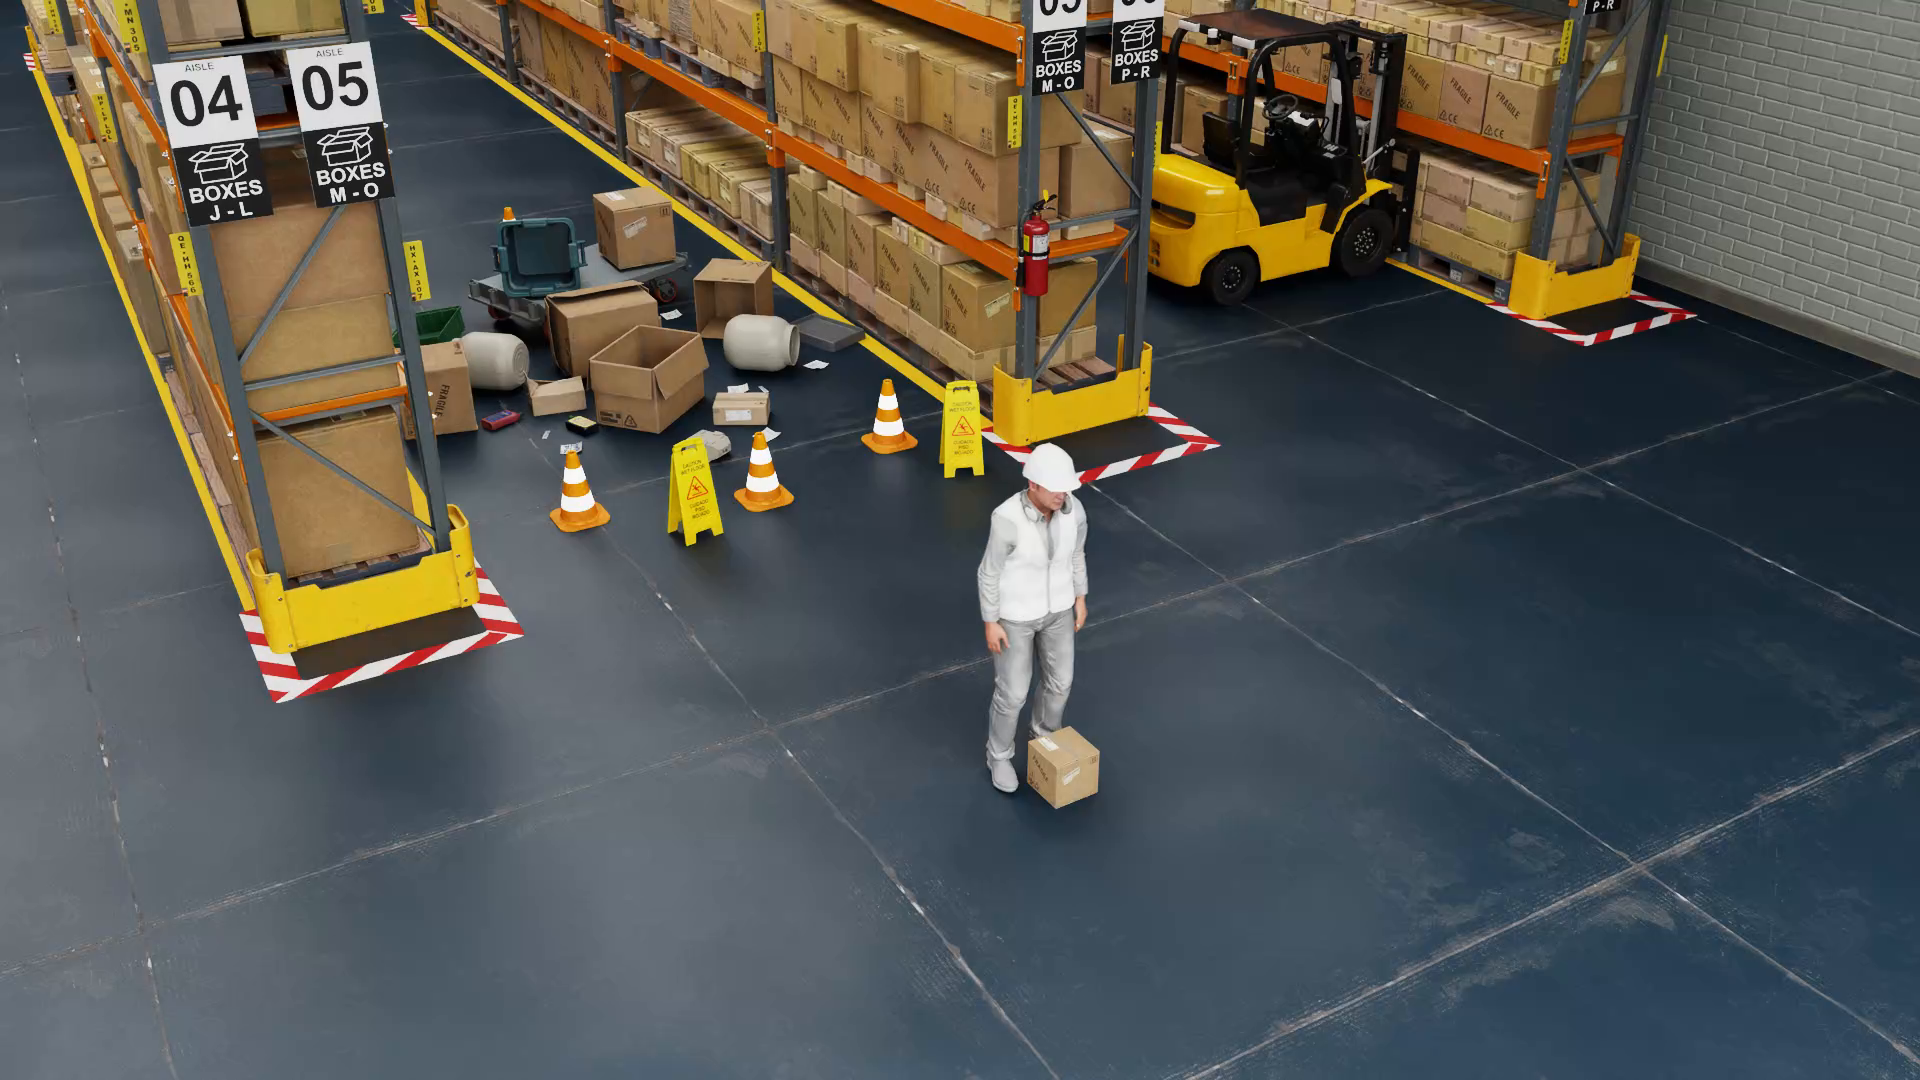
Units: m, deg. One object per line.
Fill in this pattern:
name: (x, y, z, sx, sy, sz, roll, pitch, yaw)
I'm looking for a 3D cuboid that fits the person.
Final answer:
person: (0.358, 0.337, 7.928, 0.580, 1.768, 0.464, -16, 32, -26)
